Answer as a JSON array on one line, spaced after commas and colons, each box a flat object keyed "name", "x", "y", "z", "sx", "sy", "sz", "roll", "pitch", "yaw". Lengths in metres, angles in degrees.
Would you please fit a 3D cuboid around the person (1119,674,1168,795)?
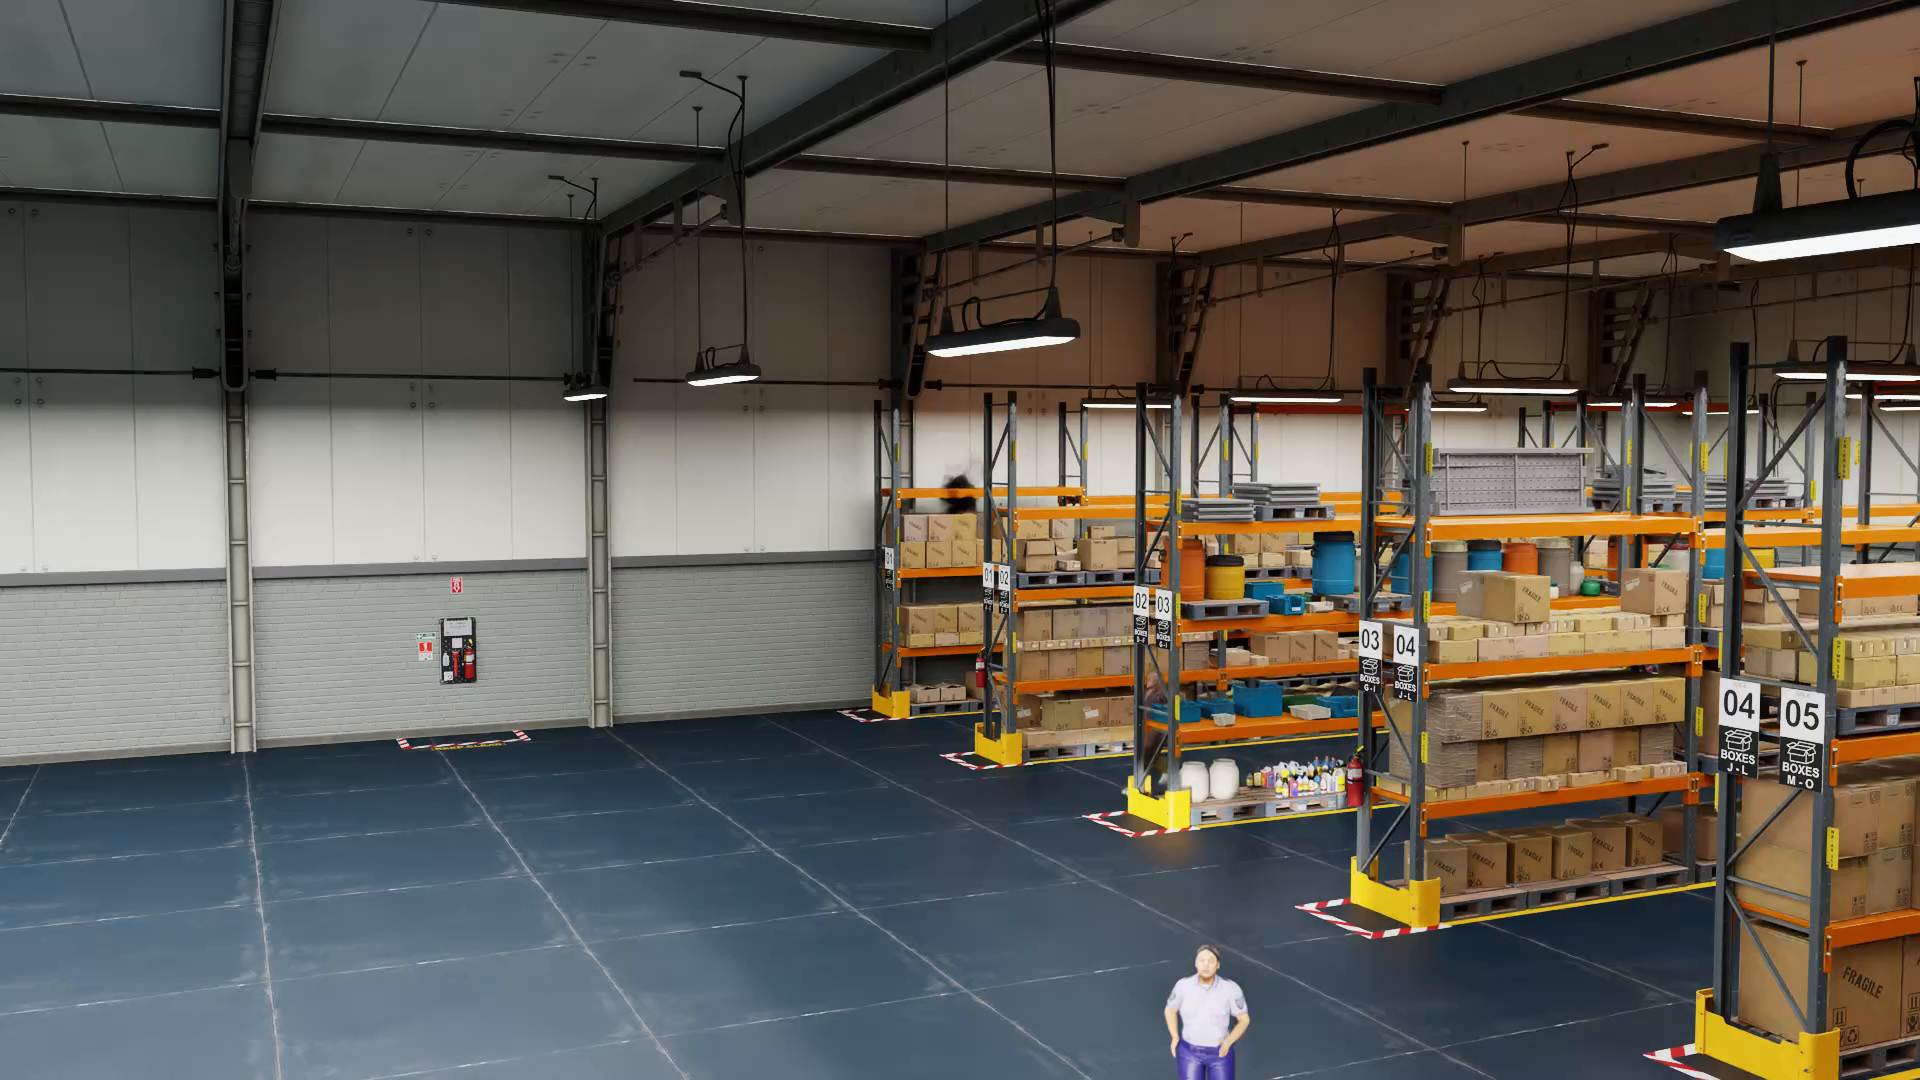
[{"name": "person", "x": 2.752, "y": 2.834, "z": 24.437, "sx": 1.024, "sy": 1.747, "sz": 0.713, "roll": -2, "pitch": 4, "yaw": -29}]

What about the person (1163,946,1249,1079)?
[{"name": "person", "x": 1.733, "y": 3.677, "z": 11.807, "sx": 0.592, "sy": 1.594, "sz": 0.560, "roll": 1, "pitch": 3, "yaw": 13}]
